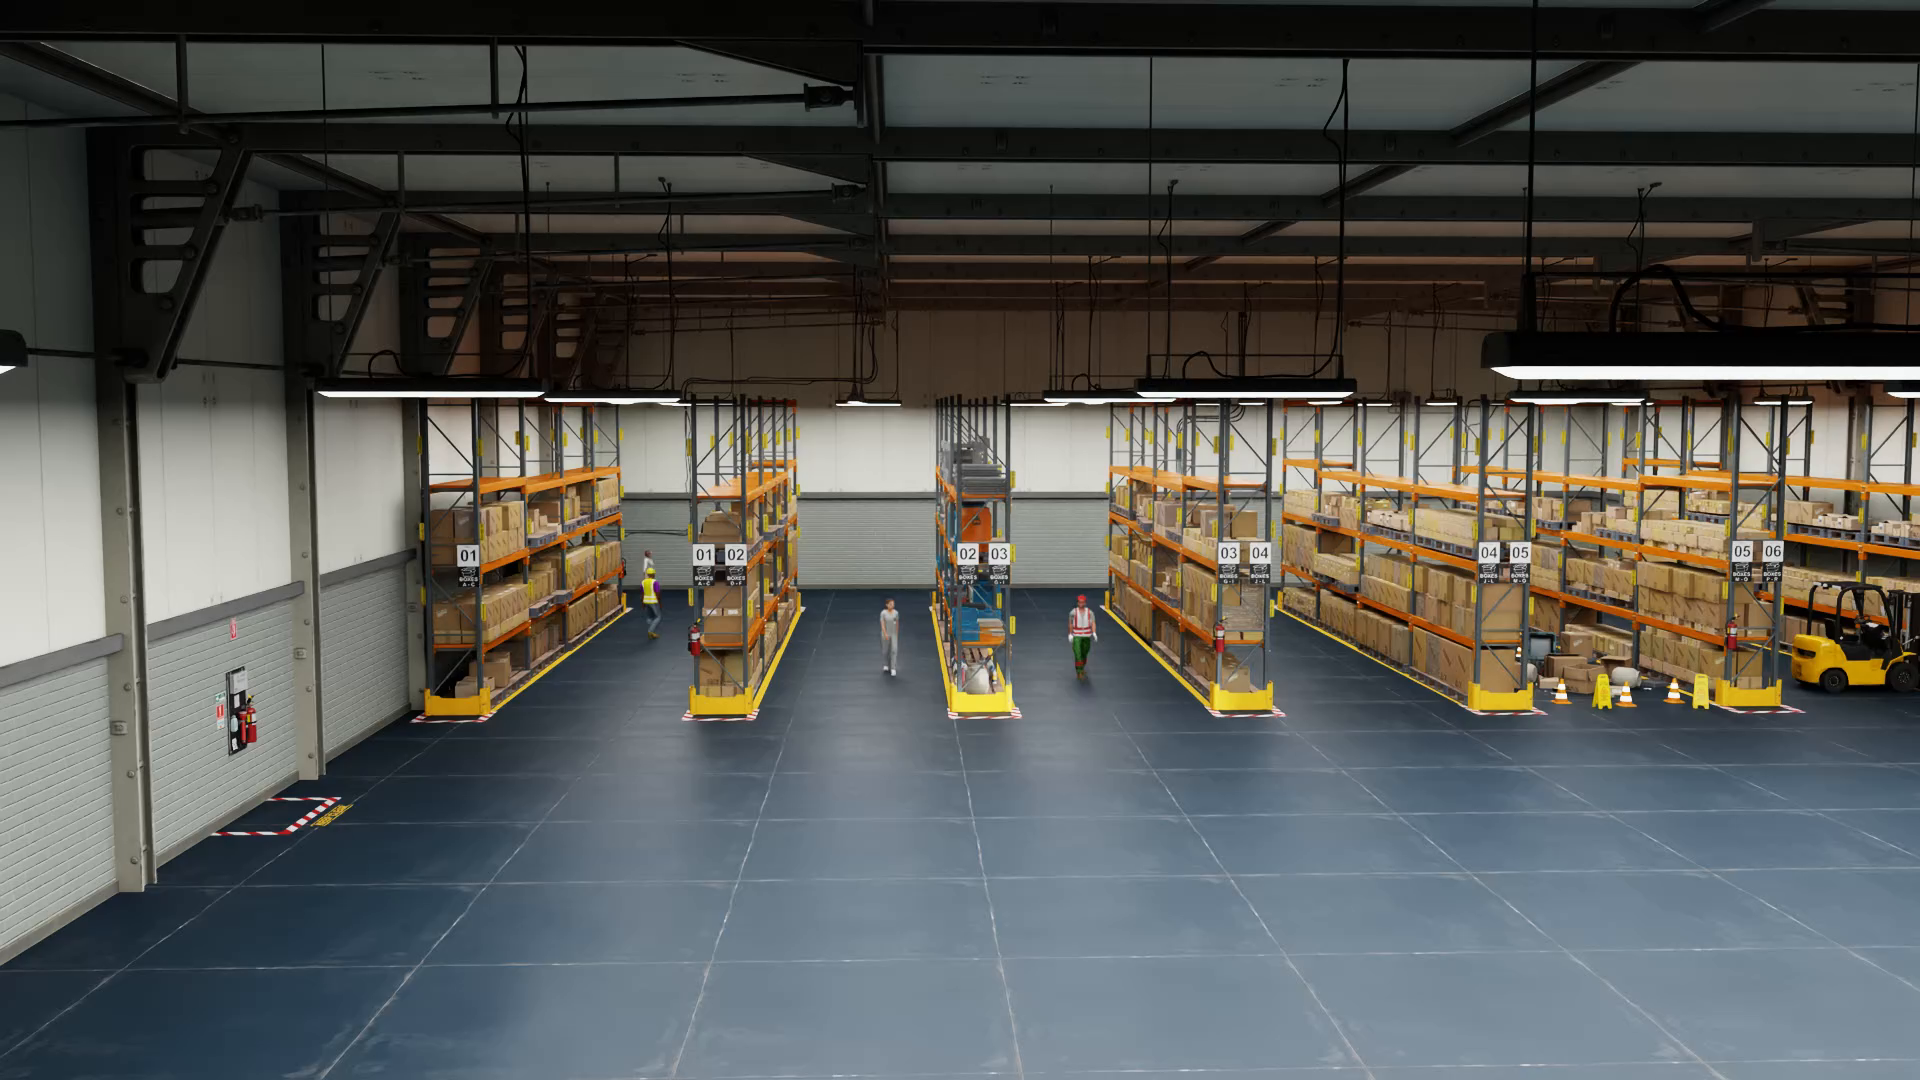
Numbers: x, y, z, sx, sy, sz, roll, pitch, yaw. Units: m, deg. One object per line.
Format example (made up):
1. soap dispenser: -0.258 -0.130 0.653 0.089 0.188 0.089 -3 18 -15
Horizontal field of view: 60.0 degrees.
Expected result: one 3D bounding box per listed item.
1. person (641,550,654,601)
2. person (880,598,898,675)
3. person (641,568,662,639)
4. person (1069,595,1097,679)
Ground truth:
1. person: -9.133 1.096 48.715 0.448 1.625 0.439 0 4 -1
2. person: -1.517 2.061 36.050 0.436 1.615 0.961 -1 5 -14
3. person: -7.703 1.587 41.443 0.608 1.768 0.508 3 5 31
4. person: 2.616 2.047 35.316 0.556 1.742 0.992 0 5 -5
